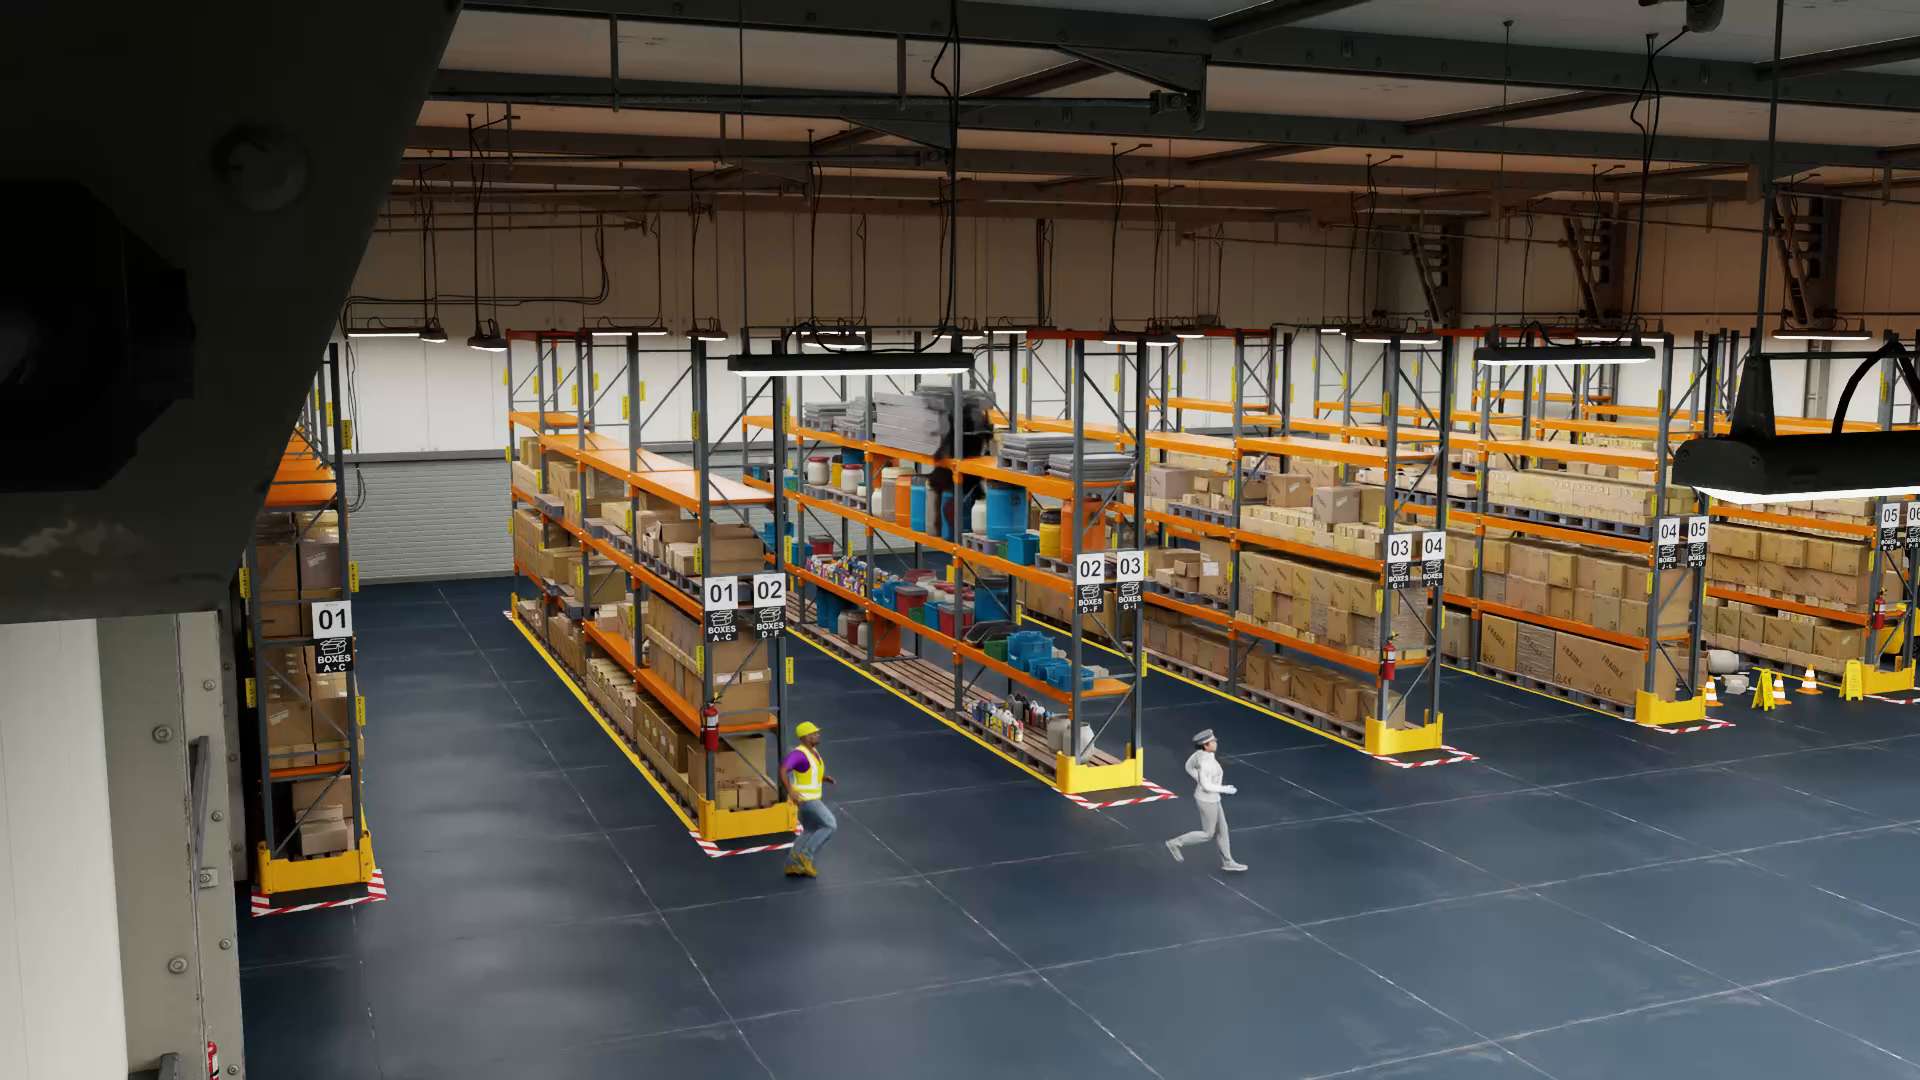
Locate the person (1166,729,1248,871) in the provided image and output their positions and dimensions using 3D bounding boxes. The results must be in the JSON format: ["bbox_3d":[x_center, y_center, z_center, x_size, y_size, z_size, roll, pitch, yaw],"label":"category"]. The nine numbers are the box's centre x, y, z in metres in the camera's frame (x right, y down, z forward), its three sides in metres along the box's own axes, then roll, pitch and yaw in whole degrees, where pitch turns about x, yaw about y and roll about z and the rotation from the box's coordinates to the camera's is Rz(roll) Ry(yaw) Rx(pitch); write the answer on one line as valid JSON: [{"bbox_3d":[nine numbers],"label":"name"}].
[{"bbox_3d":[2.811,2.942,18.899,0.938,1.661,0.485,0,8,3],"label":"person"}]

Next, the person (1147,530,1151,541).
[{"bbox_3d":[4.573,-0.114,41.605,0.683,1.594,0.582,-3,8,-22],"label":"person"}]

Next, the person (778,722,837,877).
[{"bbox_3d":[-1.701,2.918,18.845,0.633,1.710,0.723,0,8,1],"label":"person"}]
